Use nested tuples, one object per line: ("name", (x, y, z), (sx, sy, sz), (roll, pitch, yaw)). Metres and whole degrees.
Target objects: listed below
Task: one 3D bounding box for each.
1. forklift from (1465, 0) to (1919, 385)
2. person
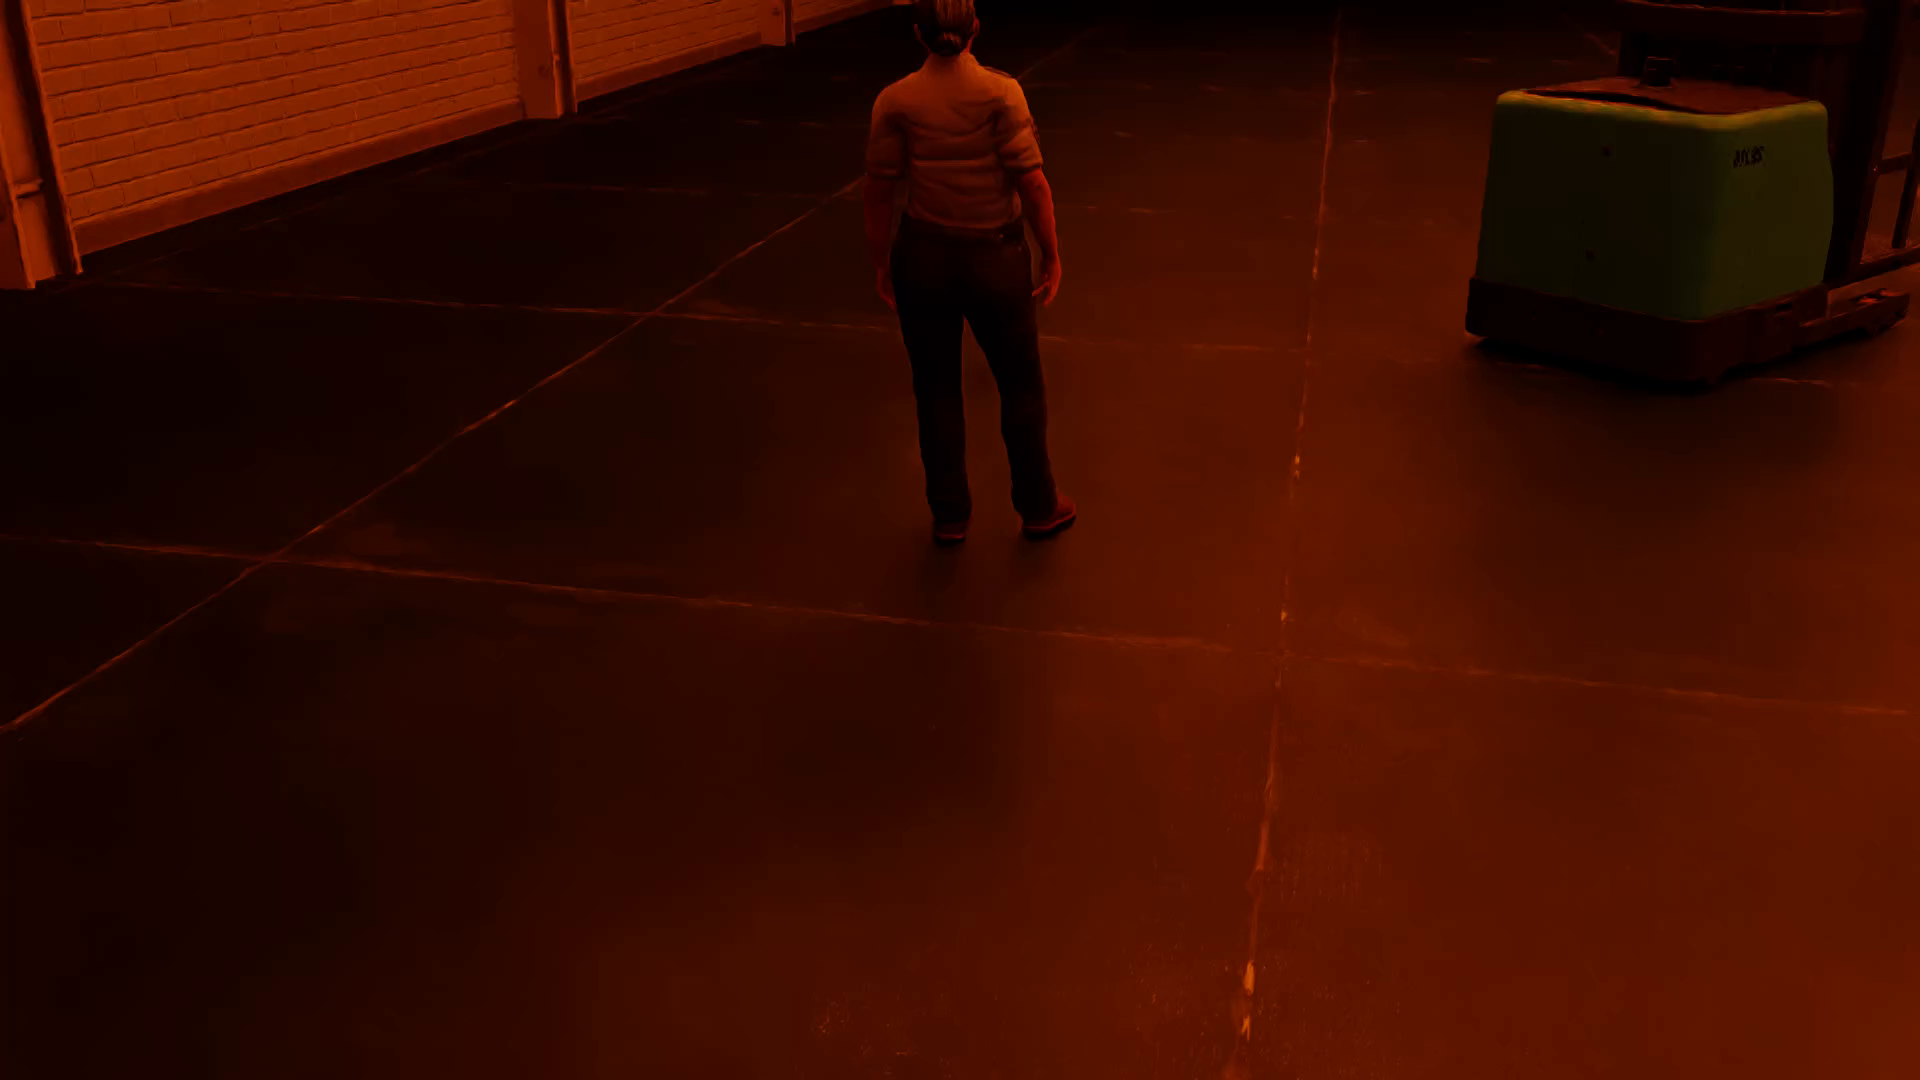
("forklift", (3.647, -2.405, 7.166), (3.031, 2.935, 1.130), (-17, 28, -35))
("person", (0.042, -0.801, 4.912), (0.599, 1.650, 0.502), (5, 23, 11))
